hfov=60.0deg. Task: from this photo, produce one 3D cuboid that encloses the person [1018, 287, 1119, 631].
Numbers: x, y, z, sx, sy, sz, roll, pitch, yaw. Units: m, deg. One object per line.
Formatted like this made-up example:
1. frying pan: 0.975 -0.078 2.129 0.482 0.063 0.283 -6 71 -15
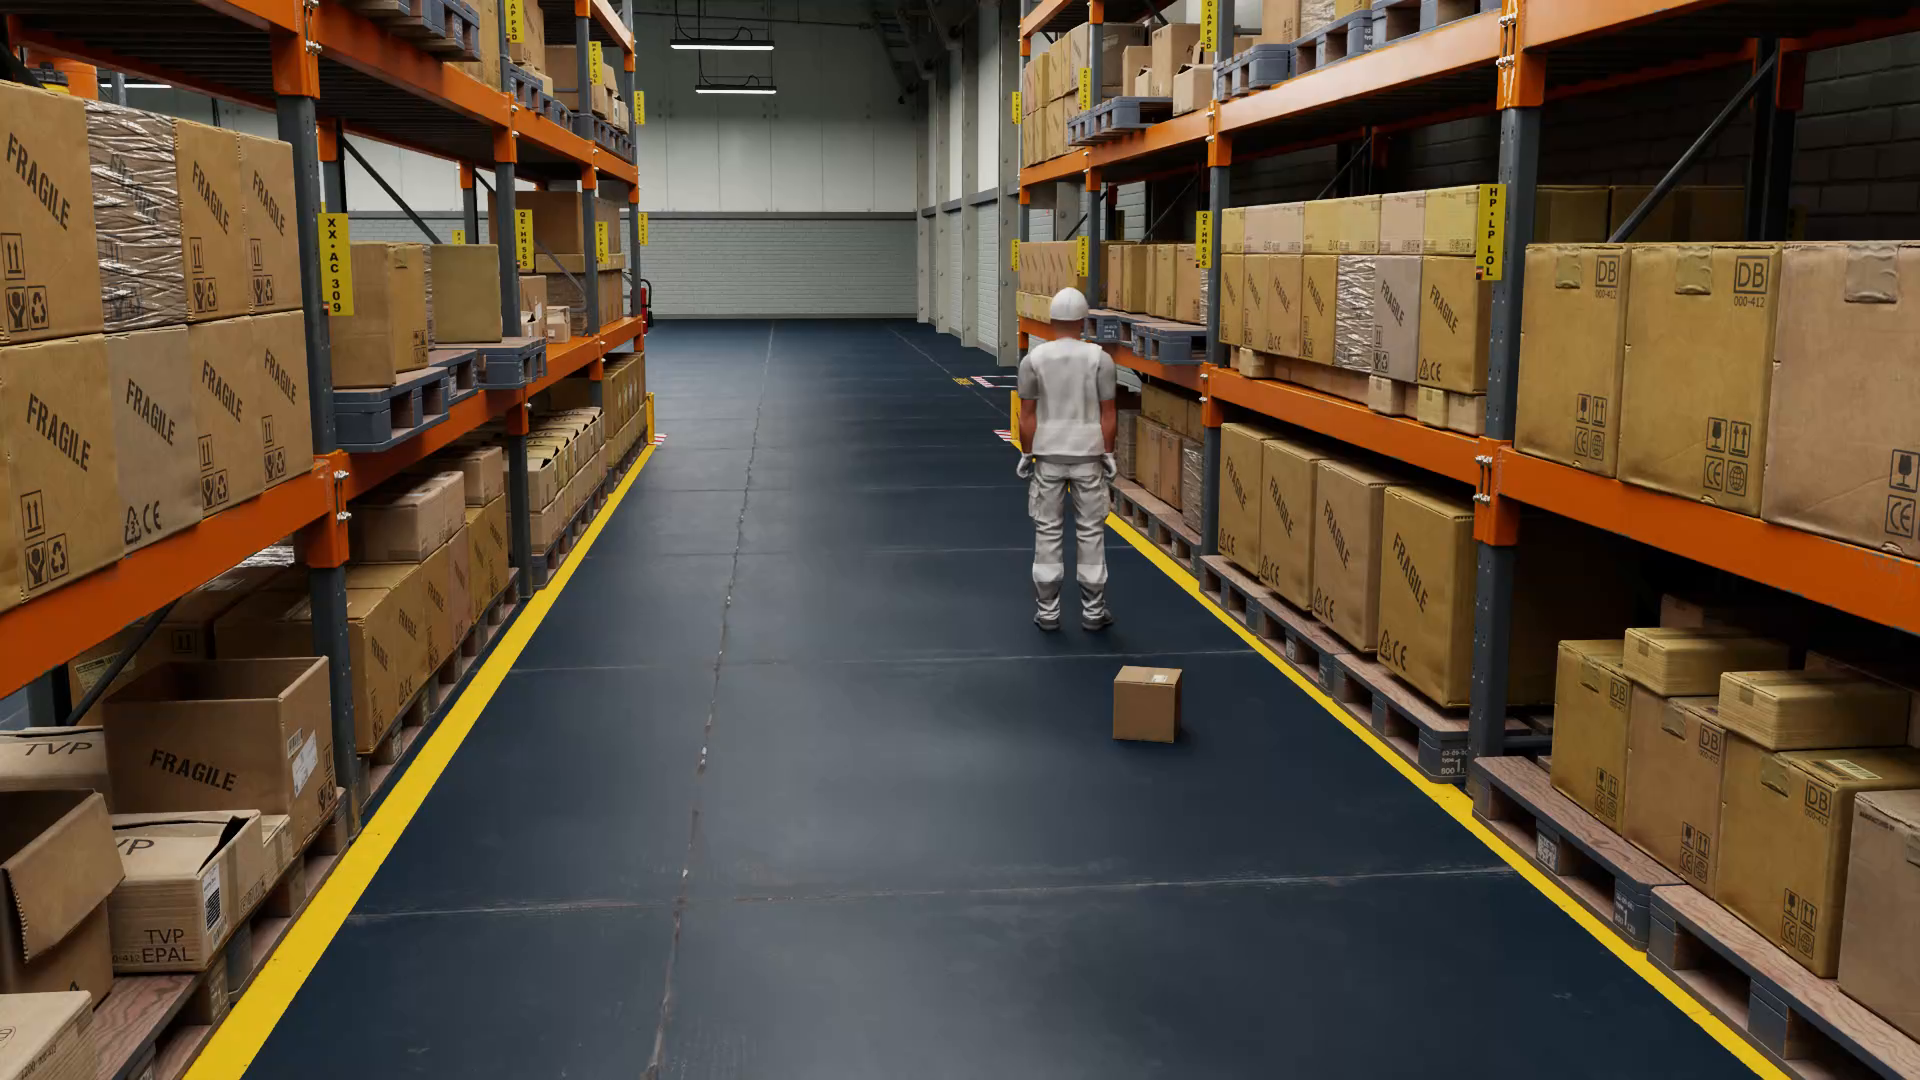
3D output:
1. person: 0.569 -0.419 8.725 0.535 1.795 0.374 1 10 6
